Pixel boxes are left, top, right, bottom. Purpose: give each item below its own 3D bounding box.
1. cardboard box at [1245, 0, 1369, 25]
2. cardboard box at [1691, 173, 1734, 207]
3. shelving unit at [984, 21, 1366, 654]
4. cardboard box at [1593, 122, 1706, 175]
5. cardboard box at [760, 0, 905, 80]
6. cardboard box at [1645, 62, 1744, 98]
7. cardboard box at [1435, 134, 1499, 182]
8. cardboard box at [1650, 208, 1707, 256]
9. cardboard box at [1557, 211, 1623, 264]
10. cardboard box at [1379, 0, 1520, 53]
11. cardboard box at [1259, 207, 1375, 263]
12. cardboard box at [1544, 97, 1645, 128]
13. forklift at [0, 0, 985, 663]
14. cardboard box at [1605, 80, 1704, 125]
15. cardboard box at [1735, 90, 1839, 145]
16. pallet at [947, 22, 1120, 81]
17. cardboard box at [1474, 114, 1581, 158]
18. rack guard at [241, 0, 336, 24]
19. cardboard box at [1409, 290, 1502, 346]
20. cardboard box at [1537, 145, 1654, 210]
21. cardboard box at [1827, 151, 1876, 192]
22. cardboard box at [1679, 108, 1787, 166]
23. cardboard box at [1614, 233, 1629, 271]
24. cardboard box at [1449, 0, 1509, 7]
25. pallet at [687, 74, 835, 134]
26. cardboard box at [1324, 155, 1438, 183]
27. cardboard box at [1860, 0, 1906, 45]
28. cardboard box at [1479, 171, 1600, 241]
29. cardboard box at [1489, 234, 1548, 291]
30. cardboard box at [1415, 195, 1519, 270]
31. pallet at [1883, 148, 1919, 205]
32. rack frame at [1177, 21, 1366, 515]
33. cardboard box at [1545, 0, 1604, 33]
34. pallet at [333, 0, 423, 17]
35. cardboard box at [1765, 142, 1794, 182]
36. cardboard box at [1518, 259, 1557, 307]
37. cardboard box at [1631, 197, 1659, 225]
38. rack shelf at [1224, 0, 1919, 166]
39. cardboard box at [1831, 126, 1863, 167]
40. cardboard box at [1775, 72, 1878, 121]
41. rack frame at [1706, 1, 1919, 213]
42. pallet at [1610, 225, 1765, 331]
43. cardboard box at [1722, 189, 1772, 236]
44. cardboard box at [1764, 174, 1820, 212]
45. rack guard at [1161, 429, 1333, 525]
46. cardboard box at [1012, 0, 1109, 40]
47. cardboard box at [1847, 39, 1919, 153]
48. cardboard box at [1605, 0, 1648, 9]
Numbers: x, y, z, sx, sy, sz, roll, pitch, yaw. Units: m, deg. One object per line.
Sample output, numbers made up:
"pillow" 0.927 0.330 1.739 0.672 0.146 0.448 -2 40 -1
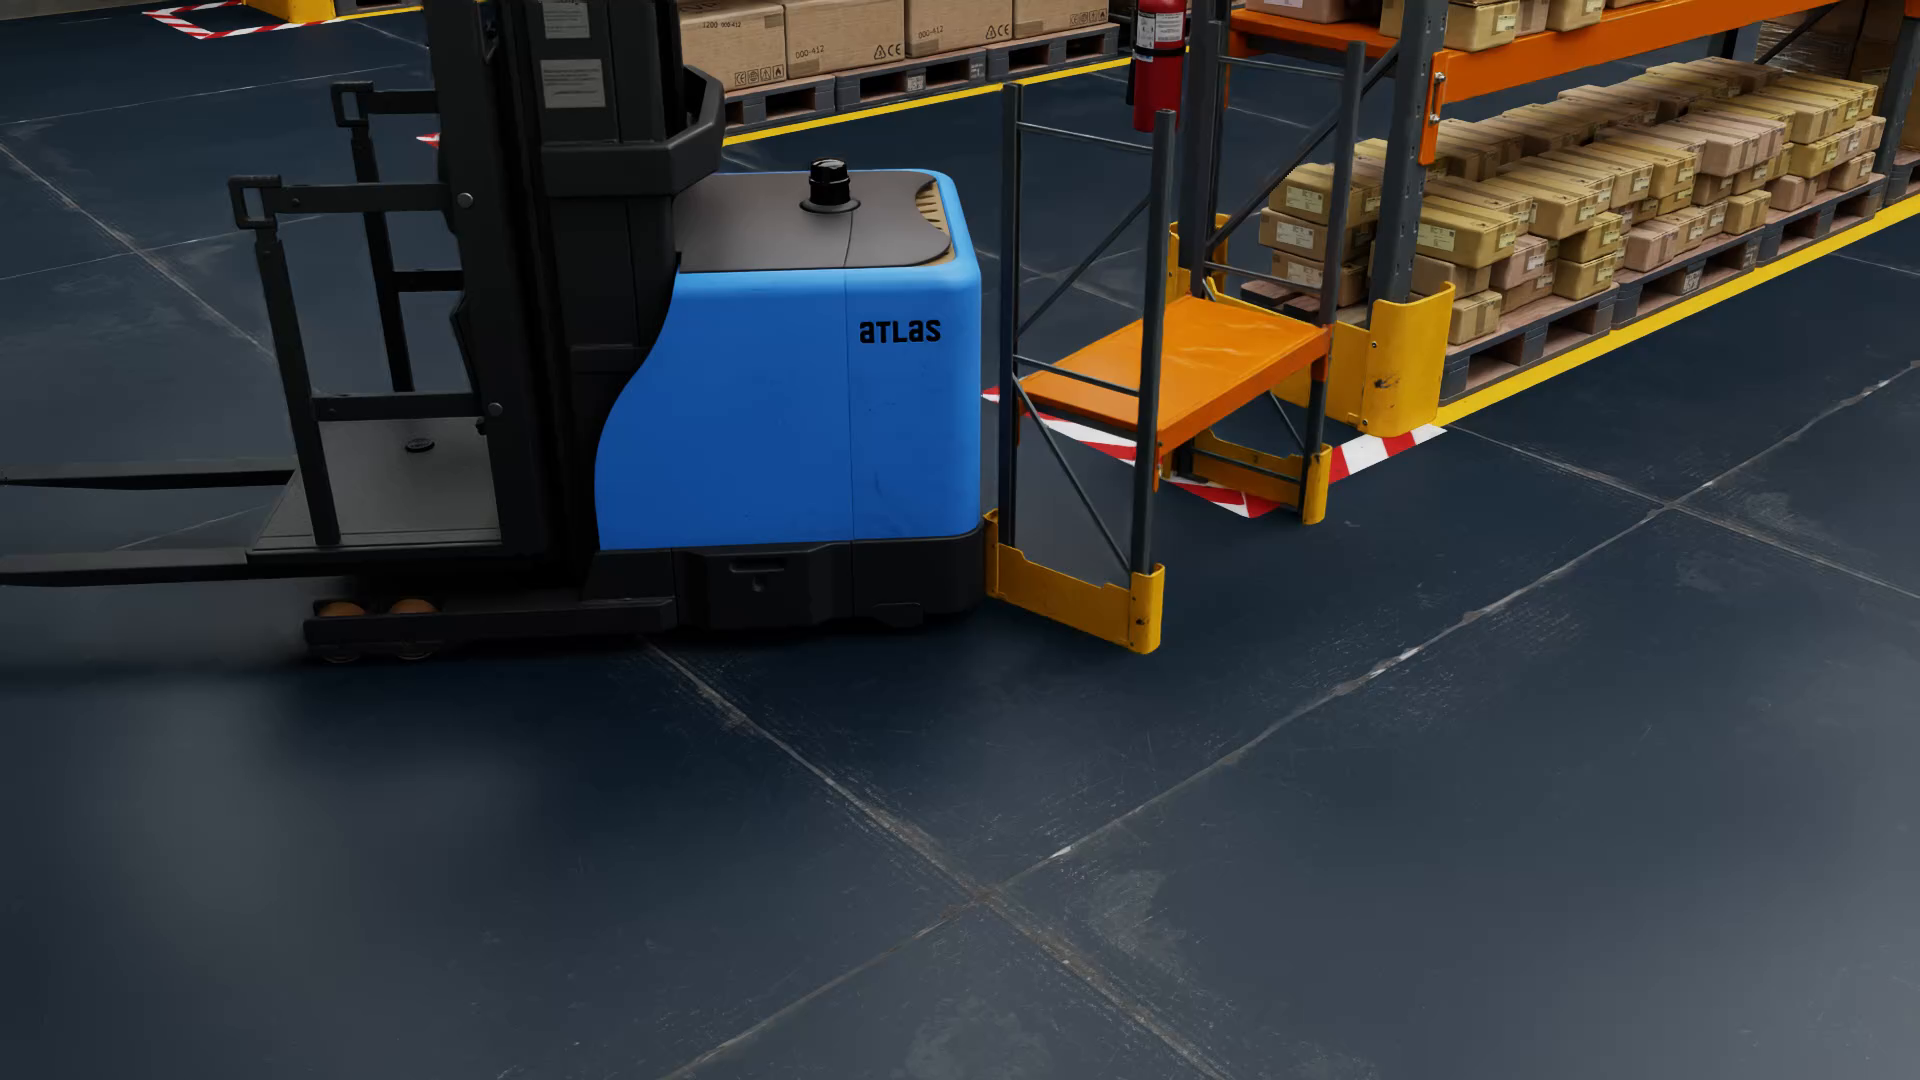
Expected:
"cardboard box" 1.271 -2.002 6.081 0.250 0.149 0.380 -22 35 -35
"cardboard box" 3.173 -1.607 7.339 0.250 0.149 0.380 -24 36 -37
"shelving unit" 0.624 -0.622 4.823 0.587 1.500 1.083 20 34 33
"cardboard box" 2.943 -1.662 7.125 0.250 0.149 0.380 -22 35 -35
"cardboard box" -0.955 -3.232 10.388 0.875 0.438 0.875 -21 34 -34
"cardboard box" 3.605 -2.232 8.191 0.250 0.149 0.380 -20 34 -33
"cardboard box" 2.026 -1.593 6.995 0.250 0.149 0.380 -24 36 -37
"cardboard box" 2.981 -1.363 7.198 0.250 0.149 0.380 -22 35 -35
"cardboard box" 2.411 -1.249 6.668 0.250 0.149 0.380 -21 34 -33
"cardboard box" 1.666 -1.783 5.670 0.250 0.149 0.380 -22 35 -35
"cardboard box" 1.423 -1.235 6.642 0.250 0.149 0.380 -23 36 -36
"cardboard box" 2.860 -1.887 7.547 0.250 0.149 0.380 -24 36 -37
"forklift" -1.476 -1.212 4.408 3.031 2.935 1.130 -2 28 -4
"cardboard box" 3.261 -2.049 7.849 0.250 0.149 0.380 -23 36 -36
"cardboard box" 3.794 -1.953 7.669 0.250 0.149 0.380 -22 35 -35
"pallet" 0.330 -3.445 11.473 1.213 0.211 1.003 -22 35 -35
"cardboard box" 2.466 -1.736 7.263 0.250 0.149 0.380 -23 36 -36
"rack guard" -5.250 -4.355 12.869 0.348 0.500 1.175 -22 35 -35
"cardboard box" 1.813 -0.885 6.303 0.250 0.149 0.380 -21 35 -34
"cardboard box" 2.584 -1.486 6.797 0.250 0.149 0.380 -20 34 -33
"cardboard box" 4.172 -1.821 8.055 0.250 0.149 0.380 -21 35 -34
"cardboard box" 3.400 -1.785 7.356 0.250 0.149 0.380 -24 36 -37
"cardboard box" 2.541 -1.224 6.937 0.250 0.149 0.380 -22 35 -35
"cardboard box" 1.727 -2.125 5.623 0.500 0.500 0.500 -20 34 -33
"pallet" -1.526 -2.699 10.076 1.213 0.211 1.003 -22 35 -35
"cardboard box" 1.673 -1.411 6.656 0.250 0.149 0.380 -21 35 -34
"cardboard box" 4.983 -2.680 8.494 0.500 0.250 0.500 -24 36 -37
"cardboard box" 2.232 -1.299 6.447 0.250 0.149 0.380 -22 35 -35
"cardboard box" 2.016 -1.103 6.394 0.250 0.149 0.380 -22 35 -35
"cardboard box" 1.825 -1.141 6.150 0.250 0.149 0.380 -24 36 -37
"pallet" 4.841 -2.144 9.039 1.213 0.211 1.003 -22 35 -35
"rack frame" 0.944 -0.814 5.182 0.500 1.500 0.032 20 34 33
"cardboard box" 2.072 -1.938 5.961 0.250 0.149 0.380 -23 36 -36
"pallet" -4.644 -4.472 13.395 1.213 0.211 1.003 -22 35 -35
"cardboard box" 3.571 -1.767 7.638 0.250 0.149 0.380 -22 35 -34
"cardboard box" 2.143 -1.073 6.655 0.250 0.149 0.380 -21 35 -34
"cardboard box" 2.731 -1.462 7.067 0.250 0.149 0.380 -20 34 -32
"rack shelf" 2.728 -2.206 6.959 4.000 0.370 1.077 -22 35 -35
"cardboard box" 4.018 -1.897 7.881 0.250 0.149 0.380 -24 36 -37
"cardboard box" 4.148 -2.124 7.989 0.250 0.149 0.380 -21 34 -34
"rack frame" 4.249 -3.136 7.935 0.127 3.000 1.000 -22 35 -35
"pallet" 2.833 -1.312 7.482 1.213 0.211 1.003 -22 35 -35
"cardboard box" 3.385 -1.505 7.462 0.250 0.149 0.380 -22 35 -35
"cardboard box" 3.761 -1.668 7.767 0.250 0.149 0.380 -23 36 -36
"rack guard" 0.932 -0.256 5.463 0.587 0.250 0.087 20 34 33
"cardboard box" 0.412 -3.781 11.416 0.875 0.438 0.875 -22 35 -36
"cardboard box" 4.984 -2.349 8.670 0.500 0.500 0.500 -20 34 -33
"cardboard box" 2.402 -2.141 6.341 0.250 0.149 0.380 -22 35 -35
